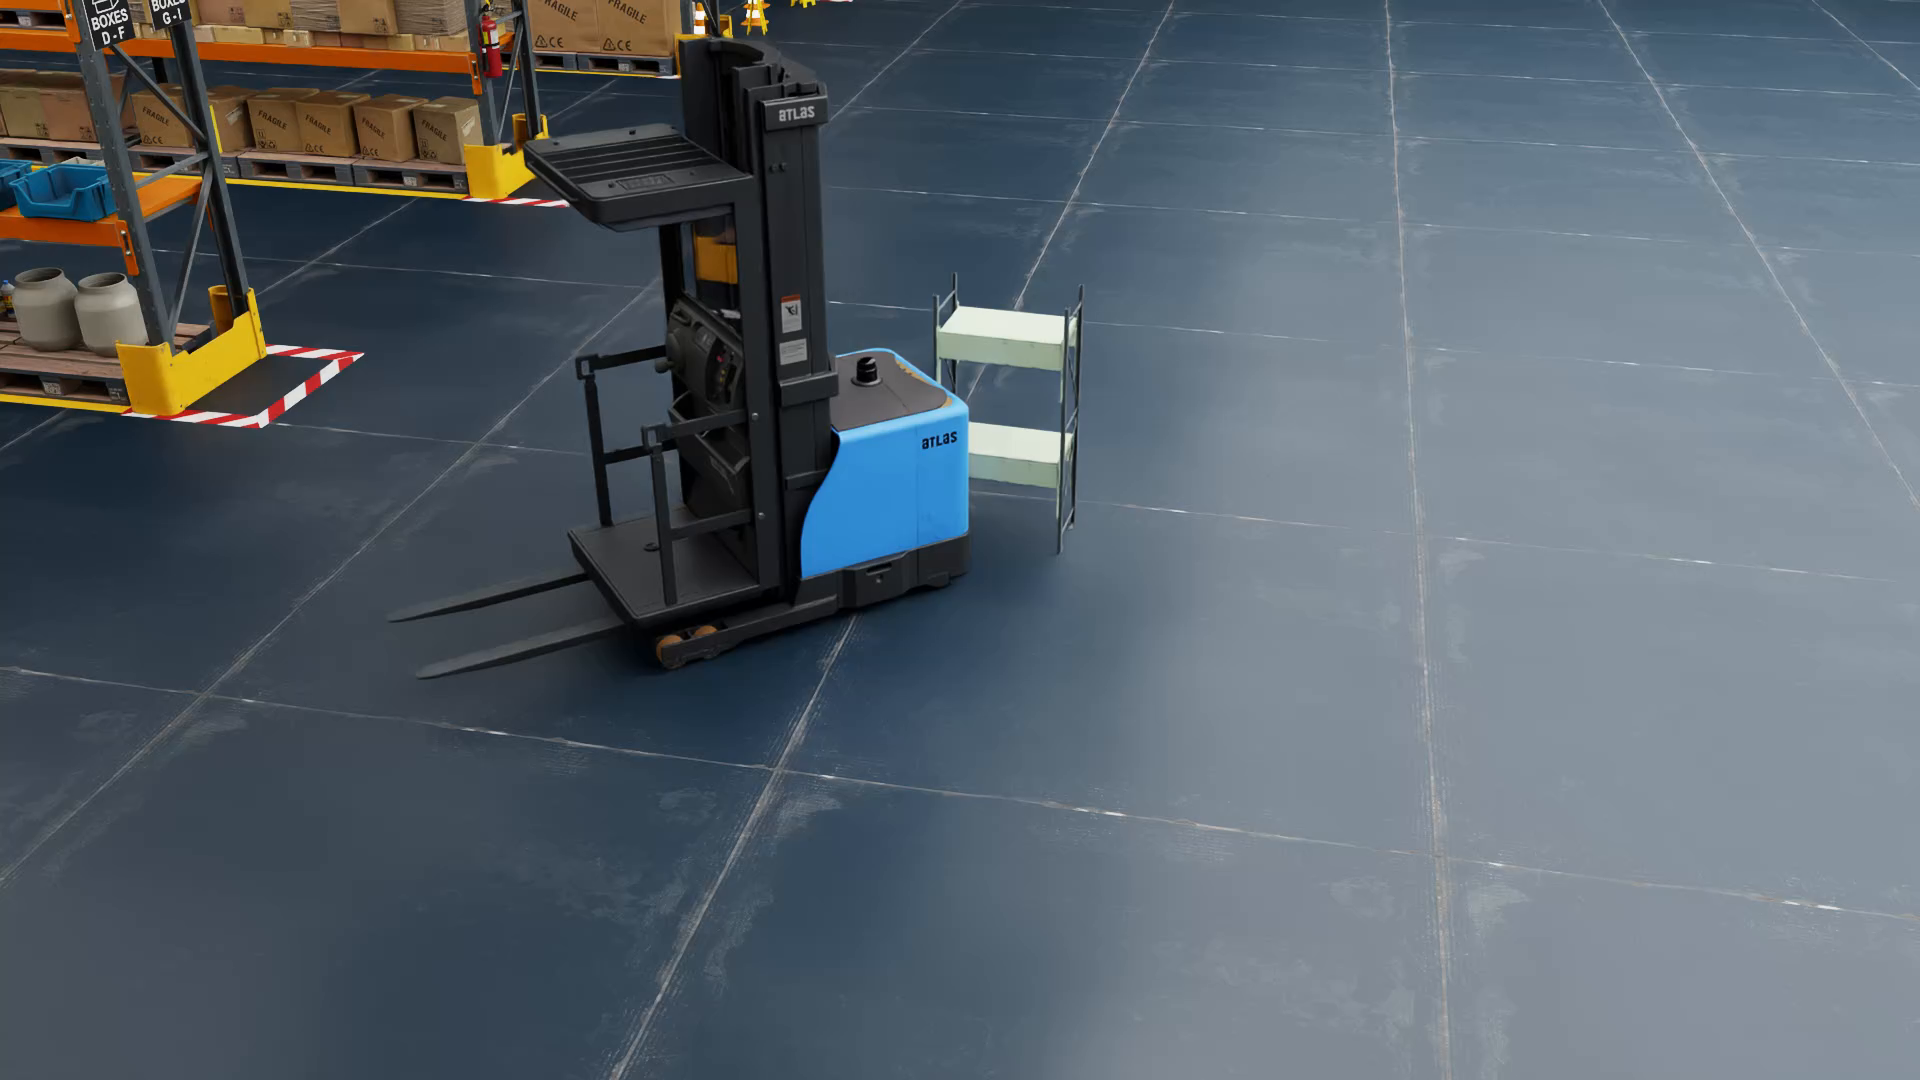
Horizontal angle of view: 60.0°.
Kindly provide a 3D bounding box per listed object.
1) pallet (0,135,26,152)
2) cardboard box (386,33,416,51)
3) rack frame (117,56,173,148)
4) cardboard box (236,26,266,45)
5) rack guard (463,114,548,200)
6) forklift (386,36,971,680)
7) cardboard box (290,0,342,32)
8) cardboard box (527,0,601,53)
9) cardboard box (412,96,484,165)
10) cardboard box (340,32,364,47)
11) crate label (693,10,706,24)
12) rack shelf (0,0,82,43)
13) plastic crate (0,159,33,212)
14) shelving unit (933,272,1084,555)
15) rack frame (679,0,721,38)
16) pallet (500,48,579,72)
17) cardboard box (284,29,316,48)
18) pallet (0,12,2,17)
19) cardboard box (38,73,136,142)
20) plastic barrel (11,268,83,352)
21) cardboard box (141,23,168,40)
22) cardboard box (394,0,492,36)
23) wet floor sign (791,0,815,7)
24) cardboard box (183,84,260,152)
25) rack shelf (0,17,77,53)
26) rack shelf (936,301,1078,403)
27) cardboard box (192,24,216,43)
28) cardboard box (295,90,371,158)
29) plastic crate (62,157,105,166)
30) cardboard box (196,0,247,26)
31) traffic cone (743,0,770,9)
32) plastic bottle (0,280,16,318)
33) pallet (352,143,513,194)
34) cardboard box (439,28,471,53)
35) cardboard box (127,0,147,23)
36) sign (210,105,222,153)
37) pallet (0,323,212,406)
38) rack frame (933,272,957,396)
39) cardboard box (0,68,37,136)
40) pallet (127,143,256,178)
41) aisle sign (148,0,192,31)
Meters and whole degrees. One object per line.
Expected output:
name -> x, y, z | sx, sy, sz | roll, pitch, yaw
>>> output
pallet -> -10.130, -4.158, 17.126 | 1.213, 0.211, 1.003 | 6, 29, 11
cardboard box -> -5.081, -4.629, 15.344 | 0.250, 0.149, 0.380 | 6, 29, 11
rack frame -> -8.171, -5.183, 16.093 | 0.127, 3.000, 1.000 | 6, 29, 11
cardboard box -> -6.554, -4.766, 15.593 | 0.250, 0.149, 0.380 | 6, 29, 11
rack guard -> -4.334, -3.693, 15.975 | 0.348, 0.500, 1.175 | 6, 29, 11
forklift -> -1.476, -0.916, 8.371 | 3.031, 2.935, 1.130 | -15, 32, -26
cardboard box -> -5.786, -5.088, 15.507 | 0.500, 0.500, 0.875 | 6, 29, 11
cardboard box -> -4.663, -6.477, 20.233 | 0.875, 0.875, 0.875 | 5, 29, 10
cardboard box -> -4.867, -3.940, 15.989 | 0.500, 0.500, 0.500 | 11, 31, 20
cardboard box -> -5.558, -4.706, 15.484 | 0.250, 0.149, 0.380 | 6, 29, 11
crate label -> -3.561, -7.112, 22.598 | 0.298, 0.136, 0.250 | -9, 30, -16
rack shelf -> -7.250, -3.656, 10.931 | 4.000, 0.370, 1.077 | 6, 29, 11
plastic crate -> -6.480, -2.368, 11.107 | 0.408, 0.251, 0.499 | 6, 29, 11
shelving unit -> 0.271, -0.714, 9.492 | 0.755, 1.500, 0.431 | 8, 30, 14
rack frame -> -3.125, -7.101, 19.597 | 0.127, 3.000, 1.000 | 6, 29, 11
pallet -> -5.113, -6.045, 20.571 | 1.213, 0.211, 1.003 | 6, 29, 11
cardboard box -> -6.070, -4.704, 15.481 | 0.250, 0.149, 0.380 | 6, 29, 11
pallet -> -10.139, -5.321, 16.545 | 1.213, 0.211, 1.003 | 6, 29, 11
cardboard box -> -8.767, -4.351, 16.719 | 0.500, 0.500, 0.700 | 4, 29, 7
plastic barrel -> -6.444, -1.629, 11.755 | 0.421, 0.512, 0.421 | 0, 29, 0
cardboard box -> -7.532, -4.867, 15.777 | 0.250, 0.149, 0.380 | 6, 29, 11
cardboard box -> -4.792, -5.024, 15.390 | 0.500, 0.500, 0.875 | 6, 29, 11
wet floor sign -> -2.228, -7.881, 23.474 | 0.232, 0.644, 0.267 | 17, 33, 28
cardboard box -> -7.227, -4.158, 16.387 | 0.500, 0.500, 0.500 | 16, 32, 26
rack shelf -> -10.127, -5.068, 16.632 | 4.000, 0.370, 1.077 | 6, 29, 11
rack shelf -> 0.271, -1.056, 9.305 | 0.720, 0.370, 0.431 | 8, 30, 14
cardboard box -> -7.050, -4.802, 15.659 | 0.250, 0.149, 0.380 | 6, 29, 11
cardboard box -> -6.067, -4.056, 16.200 | 0.500, 0.500, 0.500 | 9, 30, 15
plastic crate -> -6.102, -2.581, 11.615 | 0.250, 0.136, 0.298 | 6, 29, 11
cardboard box -> -6.753, -5.214, 15.735 | 0.500, 0.500, 0.875 | 6, 29, 11
traffic cone -> -2.880, -7.760, 23.443 | 0.334, 0.463, 0.336 | 6, 29, 11
plastic bottle -> -7.002, -1.780, 12.261 | 0.097, 0.271, 0.097 | 0, 29, 0
pallet -> -5.121, -3.664, 16.223 | 1.213, 0.211, 1.003 | 6, 29, 11
cardboard box -> -4.581, -4.603, 15.296 | 0.250, 0.149, 0.380 | 6, 29, 11
cardboard box -> -7.744, -5.283, 15.862 | 0.500, 0.500, 0.875 | 6, 29, 11
sign -> -5.175, -2.835, 11.517 | 0.005, 0.325, 0.100 | 6, 29, 11
pallet -> -6.171, -1.302, 11.909 | 1.213, 0.211, 1.003 | 6, 29, 11
rack frame -> -0.081, -0.762, 9.580 | 0.023, 1.500, 0.400 | 8, 30, 14
cardboard box -> -9.777, -4.464, 16.925 | 0.500, 0.500, 0.700 | 3, 29, 6
pallet -> -7.507, -3.909, 16.670 | 1.213, 0.211, 1.003 | 6, 29, 11
aisle sign -> -5.162, -3.726, 10.726 | 0.004, 0.787, 0.394 | 6, 29, 11
